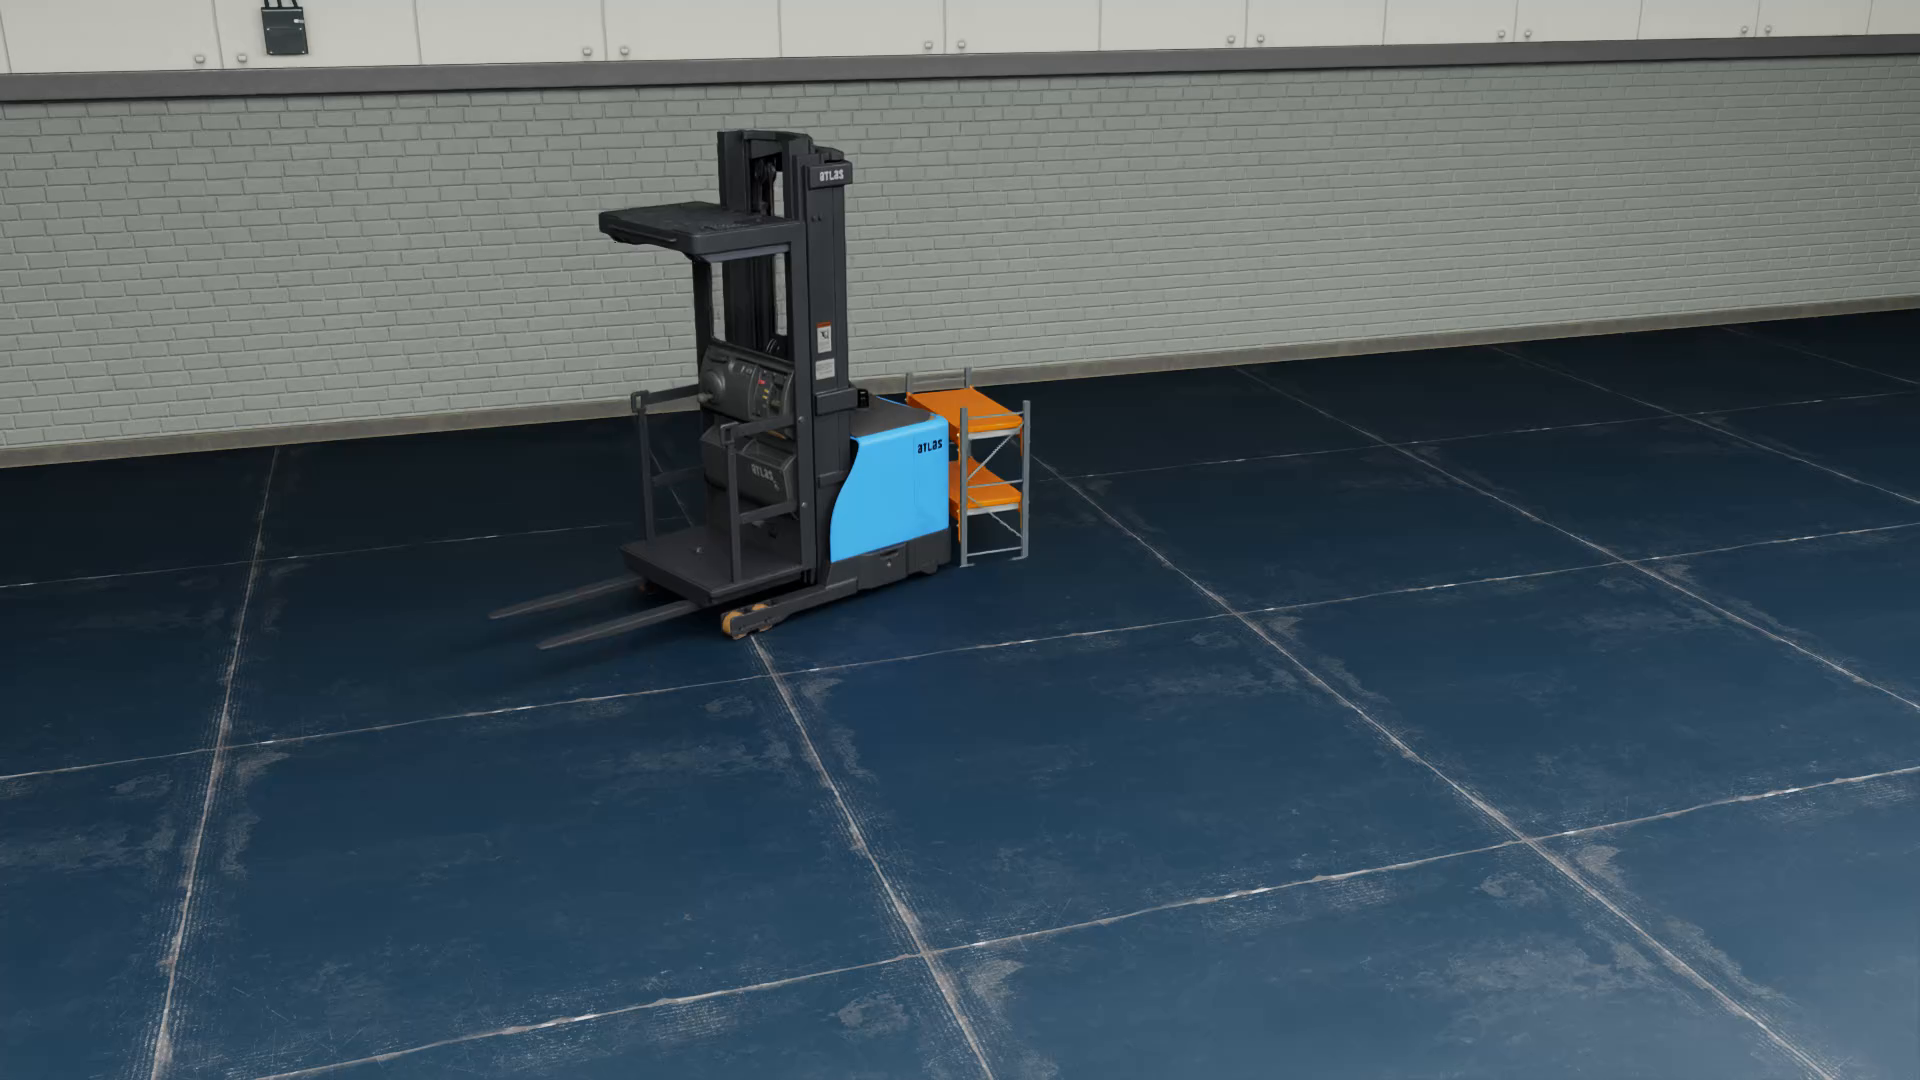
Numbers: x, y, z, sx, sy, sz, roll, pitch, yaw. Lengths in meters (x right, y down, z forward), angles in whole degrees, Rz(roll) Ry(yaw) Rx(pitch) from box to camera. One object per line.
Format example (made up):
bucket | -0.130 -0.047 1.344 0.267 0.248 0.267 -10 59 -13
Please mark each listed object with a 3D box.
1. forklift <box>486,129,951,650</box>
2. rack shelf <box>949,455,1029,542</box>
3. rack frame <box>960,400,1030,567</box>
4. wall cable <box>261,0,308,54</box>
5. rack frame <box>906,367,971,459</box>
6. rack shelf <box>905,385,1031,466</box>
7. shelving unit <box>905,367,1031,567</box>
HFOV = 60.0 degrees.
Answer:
forklift | -1.496 -0.971 10.283 3.031 2.935 1.130 -17 26 -39
rack shelf | 0.041 -0.307 11.831 0.538 0.278 1.000 -8 21 -21
rack frame | 0.236 -0.379 11.306 0.500 1.125 0.032 -8 21 -21
wall cable | -4.384 -6.789 12.475 2.305 6.003 0.169 -6 21 -17
rack frame | -0.153 -0.696 12.191 0.500 1.125 0.032 -8 21 -21
rack shelf | 0.041 -0.813 11.650 0.538 0.278 1.000 -8 21 -21
shelving unit | 0.041 -0.537 11.749 0.538 1.125 1.048 -8 21 -21
